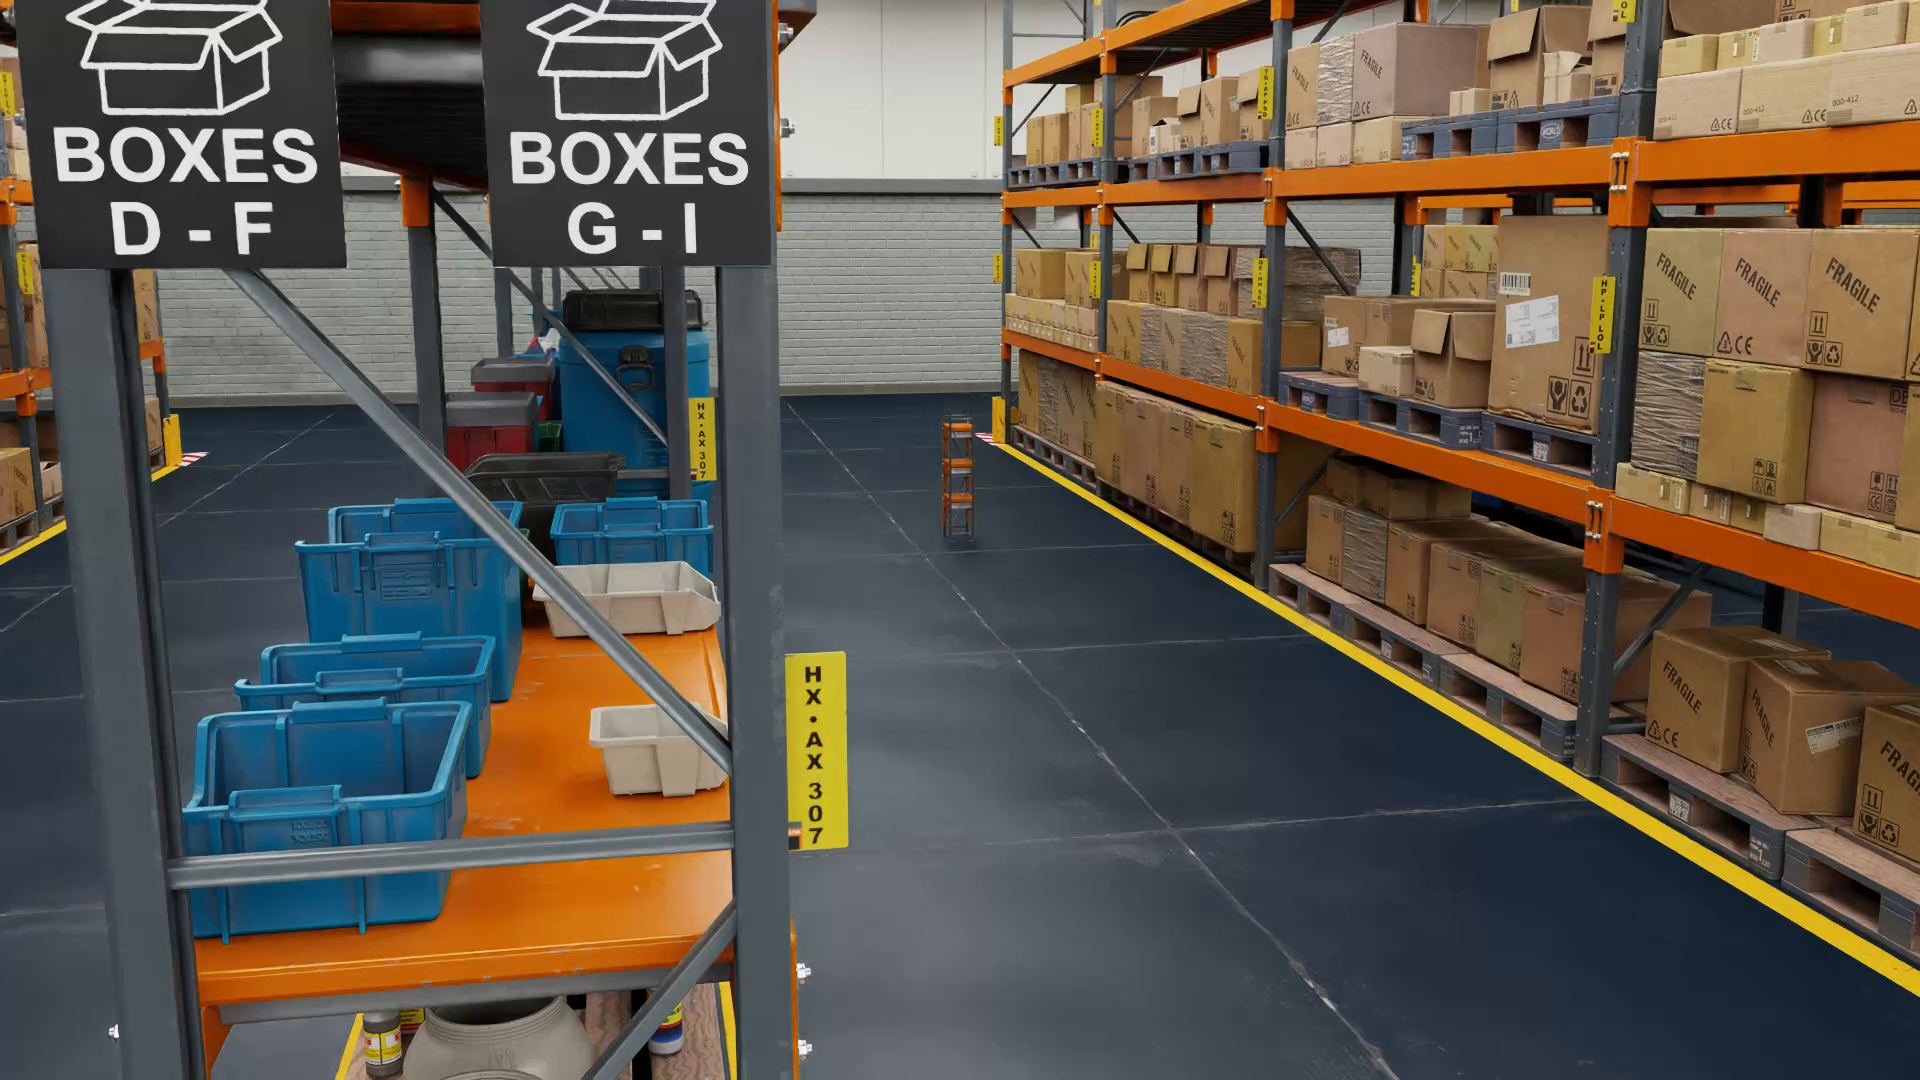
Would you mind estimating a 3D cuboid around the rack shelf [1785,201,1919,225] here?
[{"bbox_3d":[11.085,-3.734,18.696,1.077,0.370,4.000,-2,11,-11],"label":"rack shelf"}]

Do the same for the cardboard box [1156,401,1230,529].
[{"bbox_3d":[2.252,-0.607,12.923,1.225,0.875,0.875,-2,11,-11],"label":"cardboard box"}]

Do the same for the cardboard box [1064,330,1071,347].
[{"bbox_3d":[1.223,-1.949,16.087,0.380,0.149,0.250,-2,11,-10],"label":"cardboard box"}]

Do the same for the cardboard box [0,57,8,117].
[{"bbox_3d":[-8.096,-3.629,13.278,0.700,0.500,0.500,-2,11,-11],"label":"cardboard box"}]

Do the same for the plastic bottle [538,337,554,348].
[{"bbox_3d":[-3.317,-1.480,13.283,0.152,0.276,0.135,-2,11,-11],"label":"plastic bottle"}]

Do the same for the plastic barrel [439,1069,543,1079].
[{"bbox_3d":[-0.974,1.392,3.392,0.421,0.512,0.421,0,11,0],"label":"plastic barrel"}]

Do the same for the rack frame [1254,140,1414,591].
[{"bbox_3d":[2.532,-1.154,11.235,1.000,3.000,0.127,-2,11,-11],"label":"rack frame"}]

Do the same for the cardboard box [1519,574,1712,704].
[{"bbox_3d":[3.211,0.479,8.169,0.700,0.500,0.500,-3,11,-15],"label":"cardboard box"}]

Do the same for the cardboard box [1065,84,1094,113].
[{"bbox_3d":[1.359,-4.396,16.587,0.500,0.250,0.500,-2,11,-13],"label":"cardboard box"}]

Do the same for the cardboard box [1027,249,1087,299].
[{"bbox_3d":[1.008,-2.777,17.366,0.500,0.500,0.500,-2,11,-13],"label":"cardboard box"}]

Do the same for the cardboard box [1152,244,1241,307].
[{"bbox_3d":[2.008,-2.186,13.708,0.797,0.503,0.637,-2,11,-10],"label":"cardboard box"}]

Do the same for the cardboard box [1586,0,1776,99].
[{"bbox_3d":[3.315,-2.240,7.523,0.797,0.503,0.637,-3,11,-14],"label":"cardboard box"}]

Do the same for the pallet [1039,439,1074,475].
[{"bbox_3d":[1.442,-0.884,17.275,1.003,0.211,1.213,-2,11,-11],"label":"pallet"}]

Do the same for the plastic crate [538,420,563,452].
[{"bbox_3d":[-2.164,-0.445,8.078,0.450,0.188,0.662,-2,11,-11],"label":"plastic crate"}]

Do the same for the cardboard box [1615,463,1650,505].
[{"bbox_3d":[3.056,-0.246,7.139,0.380,0.149,0.250,-2,11,-11],"label":"cardboard box"}]

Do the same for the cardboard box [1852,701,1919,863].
[{"bbox_3d":[3.665,0.892,6.048,0.500,0.500,0.500,-3,11,-16],"label":"cardboard box"}]

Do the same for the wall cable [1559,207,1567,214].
[{"bbox_3d":[9.577,-4.529,26.168,0.585,1.953,0.123,-2,11,-11],"label":"wall cable"}]

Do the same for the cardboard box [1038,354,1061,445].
[{"bbox_3d":[1.356,-1.502,17.625,0.875,0.875,0.875,-2,11,-11],"label":"cardboard box"}]

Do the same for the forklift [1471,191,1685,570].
[{"bbox_3d":[4.751,-1.316,12.272,1.130,2.935,3.031,-2,11,-12],"label":"forklift"}]

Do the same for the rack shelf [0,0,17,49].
[{"bbox_3d":[-8.353,-4.486,14.634,1.077,0.370,4.000,-2,11,-11],"label":"rack shelf"}]

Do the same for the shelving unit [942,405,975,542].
[{"bbox_3d":[-0.010,-0.526,13.150,0.215,1.050,0.252,-2,11,-11],"label":"shelving unit"}]

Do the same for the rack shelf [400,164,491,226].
[{"bbox_3d":[-1.938,-1.727,8.148,1.077,0.370,4.000,-2,11,-11],"label":"rack shelf"}]

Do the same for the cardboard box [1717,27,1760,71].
[{"bbox_3d":[3.189,-1.898,6.461,0.380,0.149,0.250,-3,11,-14],"label":"cardboard box"}]

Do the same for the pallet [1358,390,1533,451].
[{"bbox_3d":[2.957,-0.698,9.353,1.003,0.211,1.213,-2,11,-11],"label":"pallet"}]

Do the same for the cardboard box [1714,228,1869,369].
[{"bbox_3d":[3.246,-0.923,6.286,0.500,0.500,0.500,-2,11,-11],"label":"cardboard box"}]

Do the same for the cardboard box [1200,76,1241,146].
[{"bbox_3d":[2.088,-3.147,12.294,0.500,0.500,0.500,-2,11,-8],"label":"cardboard box"}]

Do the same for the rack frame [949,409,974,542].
[{"bbox_3d":[0.013,-0.503,13.032,0.200,1.050,0.008,-2,11,-11],"label":"rack frame"}]

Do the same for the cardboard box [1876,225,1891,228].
[{"bbox_3d":[10.732,-3.526,19.025,0.380,0.149,0.250,-2,11,-10],"label":"cardboard box"}]

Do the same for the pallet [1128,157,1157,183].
[{"bbox_3d":[1.980,-3.100,13.952,0.805,0.209,1.217,-3,11,-13],"label":"pallet"}]

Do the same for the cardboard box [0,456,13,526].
[{"bbox_3d":[-7.499,-0.345,12.494,0.500,0.500,0.500,-2,11,-11],"label":"cardboard box"}]

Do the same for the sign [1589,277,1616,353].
[{"bbox_3d":[2.766,-0.968,7.162,0.100,0.325,0.005,-2,11,-11],"label":"sign"}]

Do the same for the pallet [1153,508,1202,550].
[{"bbox_3d":[2.218,-0.154,13.443,1.003,0.211,1.213,-2,11,-11],"label":"pallet"}]

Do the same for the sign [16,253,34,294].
[{"bbox_3d":[-7.421,-2.117,13.201,0.100,0.325,0.005,-2,11,-11],"label":"sign"}]

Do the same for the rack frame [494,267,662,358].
[{"bbox_3d":[-2.327,-0.973,10.288,1.000,3.000,0.127,-2,11,-11],"label":"rack frame"}]

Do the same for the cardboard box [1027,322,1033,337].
[{"bbox_3d":[0.923,-2.232,17.572,0.380,0.149,0.250,-2,11,-12],"label":"cardboard box"}]

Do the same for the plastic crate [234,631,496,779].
[{"bbox_3d":[-1.282,0.367,3.645,0.499,0.251,0.408,-2,11,-11],"label":"plastic crate"}]

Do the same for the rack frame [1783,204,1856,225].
[{"bbox_3d":[10.696,-2.981,20.837,1.000,3.000,0.127,-2,11,-11],"label":"rack frame"}]

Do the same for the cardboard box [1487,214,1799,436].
[{"bbox_3d":[3.292,-1.072,8.077,1.000,1.000,1.000,-2,11,-11],"label":"cardboard box"}]

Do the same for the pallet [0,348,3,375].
[{"bbox_3d":[-7.916,-1.283,12.427,1.003,0.211,1.213,-2,11,-11],"label":"pallet"}]

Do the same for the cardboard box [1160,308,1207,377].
[{"bbox_3d":[1.899,-1.564,13.125,0.500,0.500,0.500,-2,11,-10],"label":"cardboard box"}]

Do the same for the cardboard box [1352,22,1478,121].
[{"bbox_3d":[2.570,-2.641,9.423,0.500,0.500,0.500,-2,11,-13],"label":"cardboard box"}]

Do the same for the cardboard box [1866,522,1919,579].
[{"bbox_3d":[3.361,0.029,5.696,0.380,0.149,0.250,-2,11,-11],"label":"cardboard box"}]

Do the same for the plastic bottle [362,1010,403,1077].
[{"bbox_3d":[-1.558,1.332,4.486,0.097,0.201,0.097,0,11,0],"label":"plastic bottle"}]

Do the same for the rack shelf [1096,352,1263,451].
[{"bbox_3d":[2.143,-1.167,13.229,1.077,0.370,4.000,-2,11,-11],"label":"rack shelf"}]

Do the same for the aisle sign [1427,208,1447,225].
[{"bbox_3d":[5.552,-4.062,19.564,0.394,0.787,0.004,-2,11,-11],"label":"aisle sign"}]

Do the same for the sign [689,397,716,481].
[{"bbox_3d":[-1.007,-0.394,6.502,0.100,0.325,0.005,-2,11,-11],"label":"sign"}]

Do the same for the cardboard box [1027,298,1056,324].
[{"bbox_3d":[1.006,-2.408,17.431,0.500,0.250,0.500,-2,11,-13],"label":"cardboard box"}]

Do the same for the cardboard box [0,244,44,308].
[{"bbox_3d":[-7.780,-2.165,13.605,0.500,0.500,0.500,-2,11,-10],"label":"cardboard box"}]

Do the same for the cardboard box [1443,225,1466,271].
[{"bbox_3d":[5.792,-3.285,18.695,0.500,0.500,0.500,-2,11,-9],"label":"cardboard box"}]
